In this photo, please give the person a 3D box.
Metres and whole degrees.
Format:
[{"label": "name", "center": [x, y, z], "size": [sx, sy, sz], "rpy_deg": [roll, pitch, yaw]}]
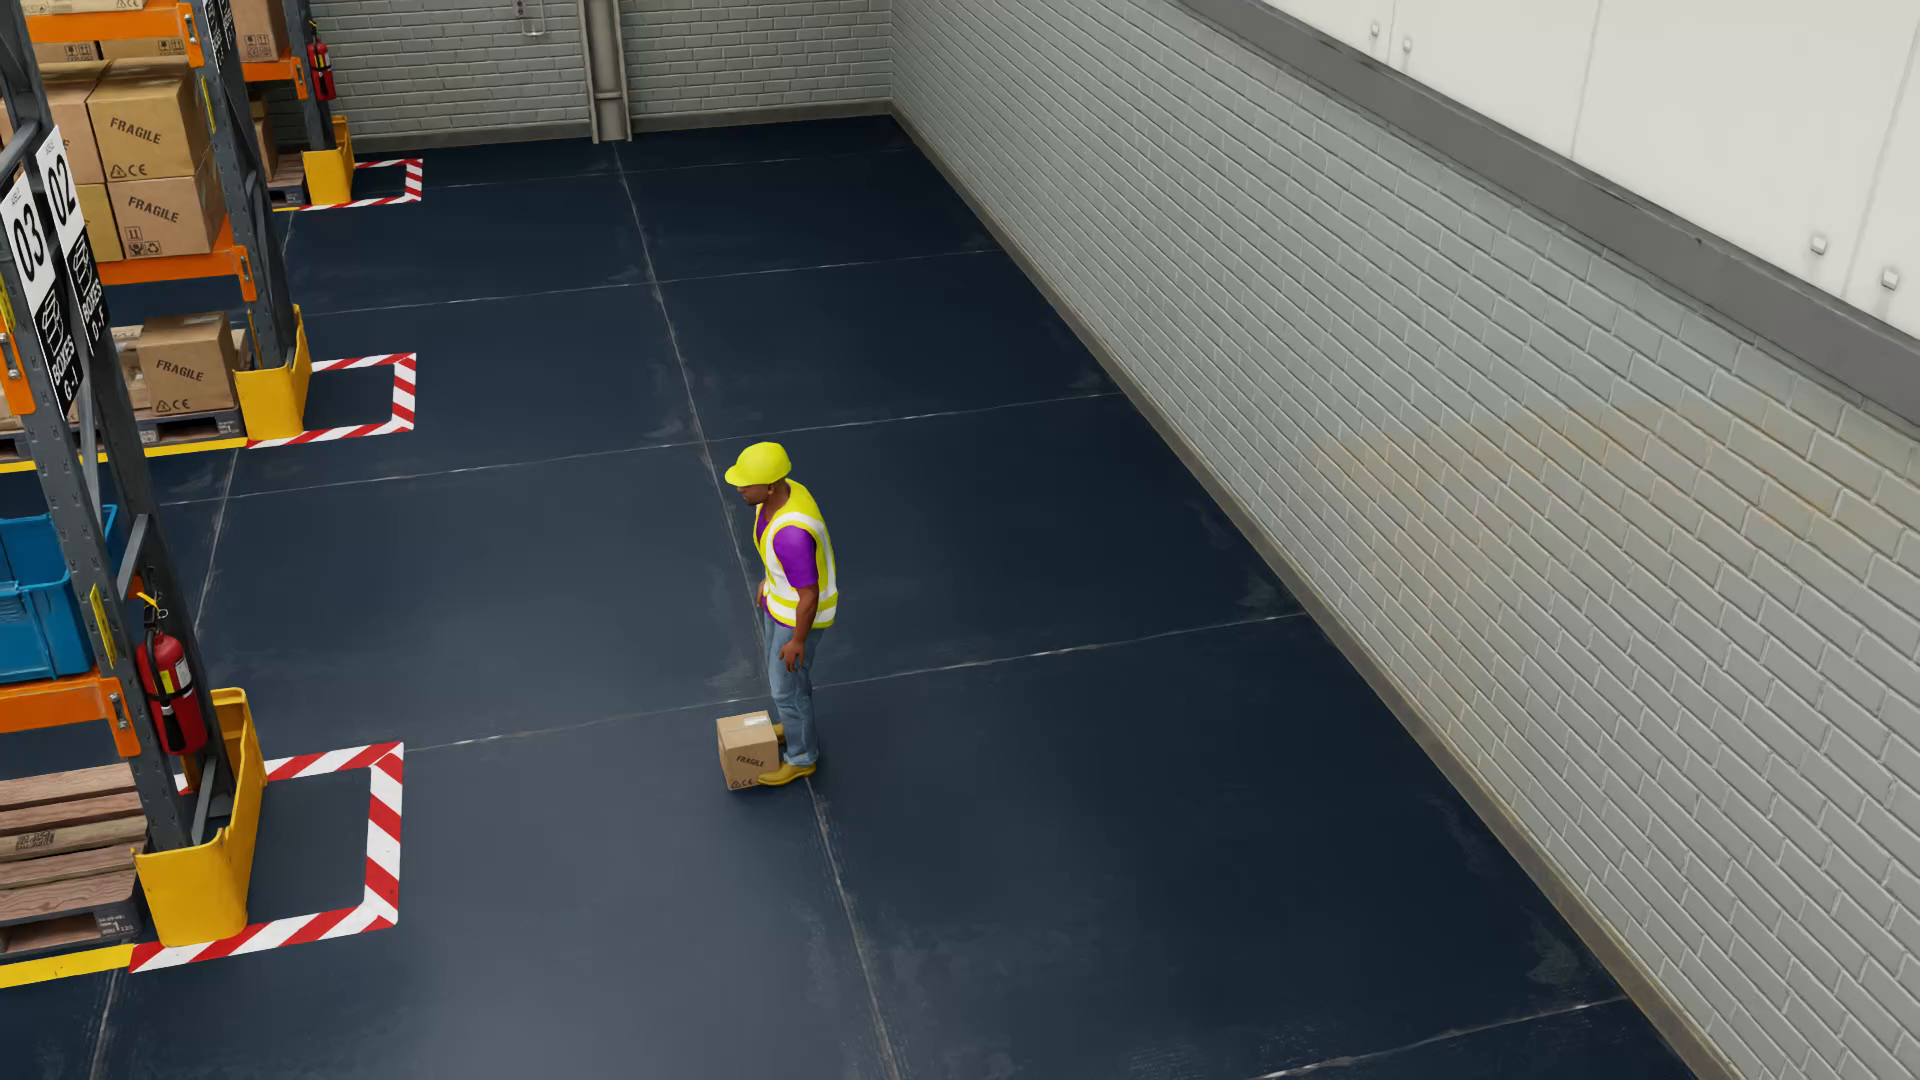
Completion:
[{"label": "person", "center": [-0.804, 0.325, 7.664], "size": [0.461, 1.757, 0.636], "rpy_deg": [-9, 31, -14]}]
